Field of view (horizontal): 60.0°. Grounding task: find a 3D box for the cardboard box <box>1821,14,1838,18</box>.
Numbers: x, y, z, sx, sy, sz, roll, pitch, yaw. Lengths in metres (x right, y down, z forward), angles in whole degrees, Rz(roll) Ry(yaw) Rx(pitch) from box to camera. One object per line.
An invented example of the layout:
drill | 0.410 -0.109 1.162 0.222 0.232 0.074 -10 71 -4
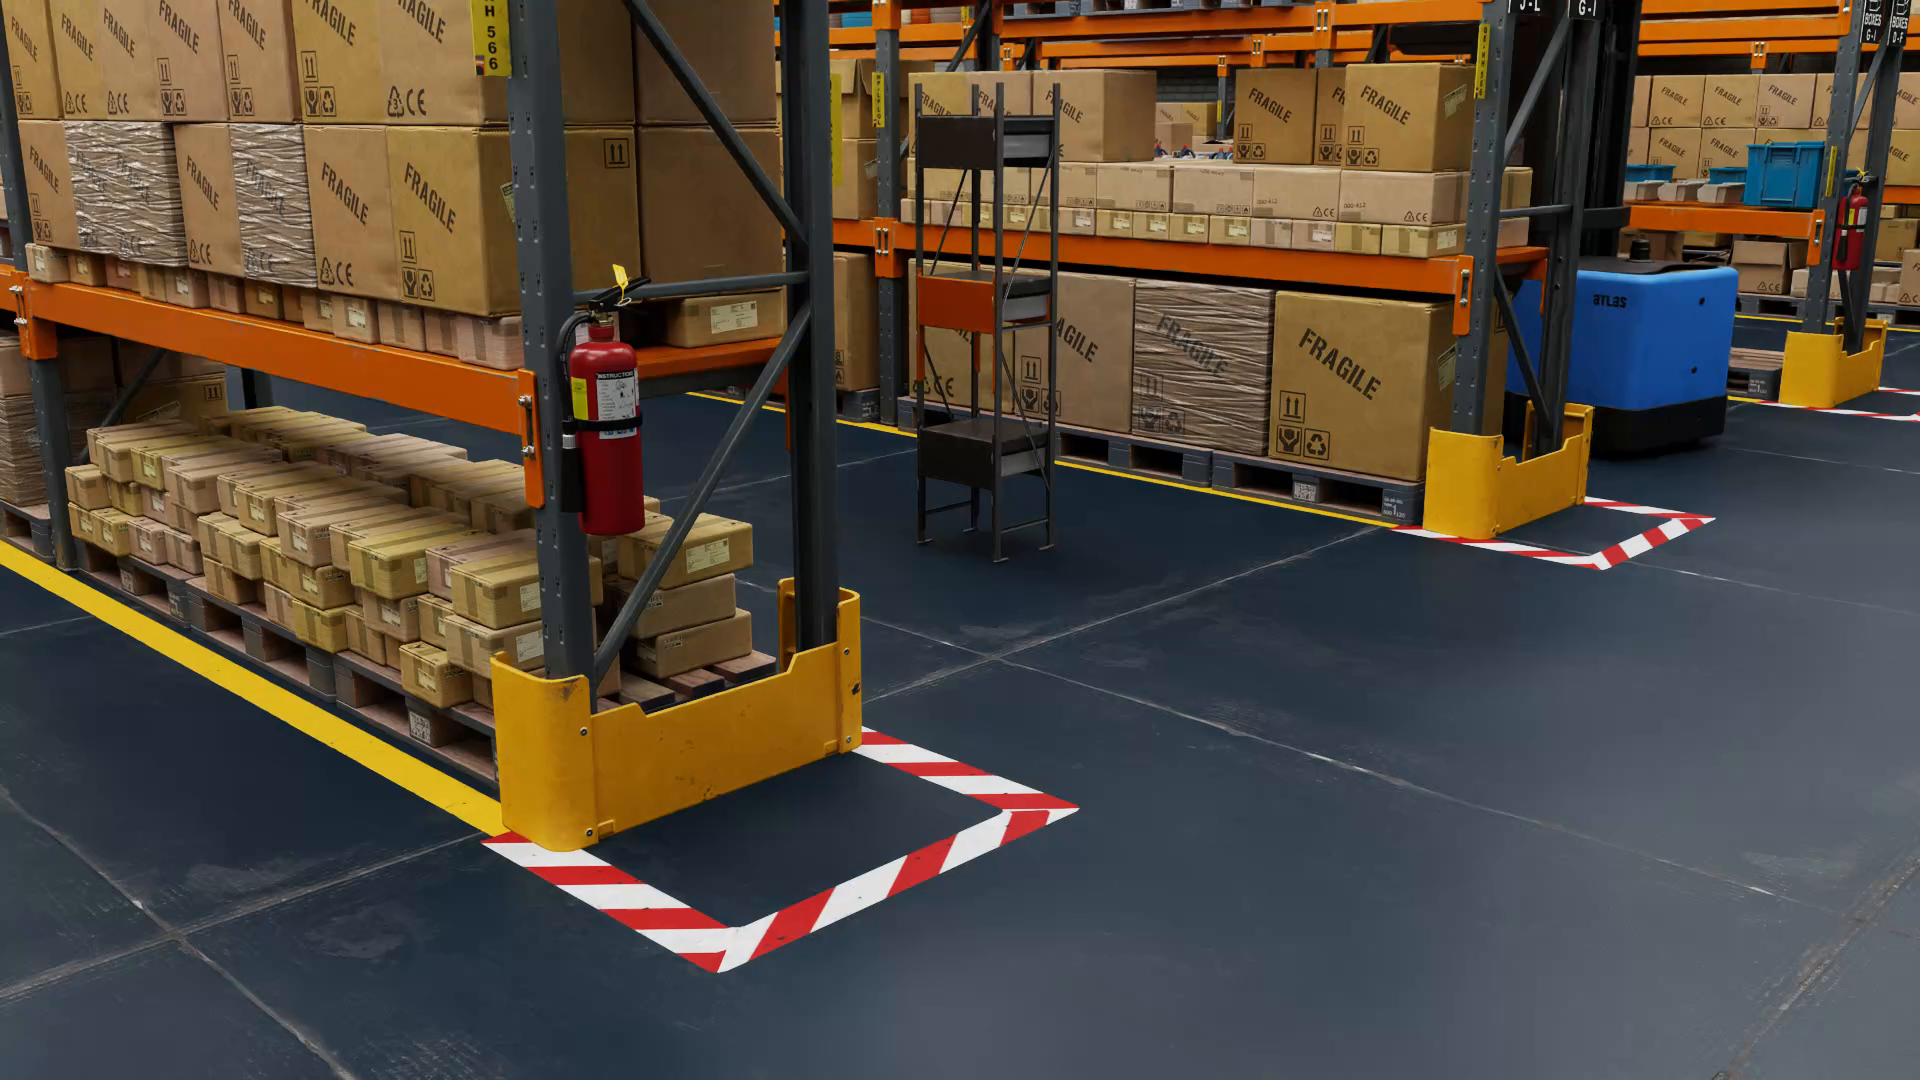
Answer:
cardboard box | 8.354 -4.977 15.434 0.500 0.250 0.500 14 20 42

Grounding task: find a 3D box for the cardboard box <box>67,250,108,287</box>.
cardboard box | -3.431 -1.139 6.854 0.380 0.149 0.250 -14 20 -43

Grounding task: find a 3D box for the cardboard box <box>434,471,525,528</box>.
cardboard box | -1.711 -0.139 6.158 0.380 0.149 0.250 -14 20 -42

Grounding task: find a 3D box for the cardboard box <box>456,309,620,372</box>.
cardboard box | -1.197 -0.586 4.730 0.250 0.149 0.380 14 20 42

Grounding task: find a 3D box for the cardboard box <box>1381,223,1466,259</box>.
cardboard box | 2.265 -1.465 8.105 0.380 0.149 0.250 -14 20 -43

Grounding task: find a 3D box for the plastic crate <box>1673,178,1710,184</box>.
plastic crate | 5.577 -2.678 12.663 0.298 0.136 0.250 14 20 42

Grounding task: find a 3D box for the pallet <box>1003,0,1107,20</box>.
pallet | 0.911 -5.092 15.951 1.213 0.211 1.003 14 20 42

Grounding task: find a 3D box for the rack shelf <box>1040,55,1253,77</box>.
rack shelf | 2.986 -7.835 27.531 4.000 0.370 1.077 14 20 42

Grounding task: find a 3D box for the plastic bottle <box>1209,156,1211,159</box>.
plastic bottle | 2.247 -3.309 14.939 0.097 0.271 0.097 0 15 0

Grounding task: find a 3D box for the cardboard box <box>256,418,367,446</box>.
cardboard box | -2.813 -0.418 7.230 0.250 0.149 0.380 13 20 42

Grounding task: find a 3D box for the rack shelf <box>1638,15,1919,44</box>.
rack shelf | 8.189 -4.835 16.017 4.000 0.370 1.077 14 20 42

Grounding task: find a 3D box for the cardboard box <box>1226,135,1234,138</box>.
cardboard box | 4.236 -6.440 26.956 0.500 0.250 0.500 14 20 43

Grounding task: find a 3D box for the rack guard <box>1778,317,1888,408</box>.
rack guard | 6.214 -1.272 11.822 0.348 0.500 1.175 14 20 42

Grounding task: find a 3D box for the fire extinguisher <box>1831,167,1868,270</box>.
fire extinguisher | 5.981 -2.156 11.152 0.183 0.674 0.296 14 20 42

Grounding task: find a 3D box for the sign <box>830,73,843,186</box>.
sign | -0.389 -1.219 4.945 0.005 0.325 0.100 14 20 42

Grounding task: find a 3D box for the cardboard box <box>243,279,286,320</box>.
cardboard box | -2.265 -0.871 5.823 0.250 0.149 0.380 14 20 43

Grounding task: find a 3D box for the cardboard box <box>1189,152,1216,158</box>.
cardboard box | 3.030 -4.767 20.778 0.250 0.149 0.380 14 20 42

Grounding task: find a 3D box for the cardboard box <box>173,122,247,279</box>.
cardboard box | -2.359 -1.193 5.774 0.500 0.500 0.500 -13 20 -41

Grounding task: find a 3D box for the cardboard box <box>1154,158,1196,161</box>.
cardboard box | 1.112 -2.147 9.929 0.500 0.250 0.500 -14 20 -43

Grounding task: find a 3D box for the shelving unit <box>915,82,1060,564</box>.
shelving unit | 0.119 -0.987 7.556 0.503 2.100 0.431 14 20 42

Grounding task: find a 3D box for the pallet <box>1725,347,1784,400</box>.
pallet | 5.621 -1.285 12.446 1.213 0.211 1.003 14 20 42

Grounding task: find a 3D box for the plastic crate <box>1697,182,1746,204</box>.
plastic crate | 5.475 -2.495 11.961 0.243 0.136 0.396 14 20 42

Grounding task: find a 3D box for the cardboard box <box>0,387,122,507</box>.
cardboard box | -4.353 -0.479 7.946 0.500 0.500 0.500 13 20 41

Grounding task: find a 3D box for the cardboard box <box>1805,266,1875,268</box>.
cardboard box | 8.714 -2.586 16.487 0.500 0.250 0.500 14 20 42

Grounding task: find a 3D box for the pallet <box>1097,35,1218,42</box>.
pallet | 2.512 -6.440 21.123 1.003 0.211 1.213 -13 20 -42

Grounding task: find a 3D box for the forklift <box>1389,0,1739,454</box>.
forklift | 3.405 -2.240 10.717 1.130 2.935 3.031 -10 18 -34

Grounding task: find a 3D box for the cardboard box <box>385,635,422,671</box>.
cardboard box | -1.675 0.332 5.530 0.250 0.149 0.380 14 20 42

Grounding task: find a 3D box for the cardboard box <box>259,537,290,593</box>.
cardboard box | -2.273 0.063 5.972 0.380 0.149 0.250 -13 20 -41

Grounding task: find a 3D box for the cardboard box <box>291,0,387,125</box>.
cardboard box | -1.633 -1.501 4.974 0.500 0.500 0.500 13 19 40

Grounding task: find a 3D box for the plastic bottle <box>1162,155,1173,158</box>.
plastic bottle | 1.910 -3.350 15.086 0.135 0.276 0.152 14 20 42

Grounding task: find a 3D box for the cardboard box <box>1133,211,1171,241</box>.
cardboard box | 1.165 -1.733 9.132 0.380 0.149 0.250 -14 20 -43

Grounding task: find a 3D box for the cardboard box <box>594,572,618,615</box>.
cardboard box | -1.123 0.134 5.699 0.250 0.149 0.380 14 20 42

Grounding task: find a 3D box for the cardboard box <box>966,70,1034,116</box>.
cardboard box | 0.387 -2.501 9.801 0.500 0.500 0.500 14 20 42

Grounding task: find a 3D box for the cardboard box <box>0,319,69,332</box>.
cardboard box | -4.718 -0.935 8.209 0.500 0.250 0.500 -13 20 -42

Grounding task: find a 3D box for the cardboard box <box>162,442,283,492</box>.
cardboard box | -2.964 -0.280 6.697 0.250 0.149 0.380 13 19 41

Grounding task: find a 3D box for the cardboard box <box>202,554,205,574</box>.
cardboard box | -2.764 0.053 6.599 0.250 0.149 0.380 13 19 40

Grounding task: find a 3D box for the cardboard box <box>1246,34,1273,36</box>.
cardboard box | 4.764 -7.975 25.608 0.500 0.500 0.500 -11 18 -36

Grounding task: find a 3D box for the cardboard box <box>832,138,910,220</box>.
cardboard box | -0.656 -2.365 10.861 0.500 0.500 0.500 14 20 42

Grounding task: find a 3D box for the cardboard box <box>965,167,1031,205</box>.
cardboard box | 0.381 -2.138 9.896 0.500 0.250 0.500 14 20 42

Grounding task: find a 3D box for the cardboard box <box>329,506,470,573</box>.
cardboard box | -1.881 0.007 5.599 0.250 0.149 0.380 13 19 40

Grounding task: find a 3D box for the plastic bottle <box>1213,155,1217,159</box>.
plastic bottle | 2.406 -3.476 15.570 0.135 0.276 0.152 14 20 42

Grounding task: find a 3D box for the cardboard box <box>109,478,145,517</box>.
cardboard box | -3.362 -0.220 7.058 0.250 0.149 0.380 14 20 43

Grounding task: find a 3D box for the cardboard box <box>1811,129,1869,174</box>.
cardboard box | 8.386 -3.638 15.745 0.500 0.500 0.500 14 20 43

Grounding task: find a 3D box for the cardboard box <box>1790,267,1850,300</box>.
cardboard box | 8.403 -2.486 16.105 0.500 0.250 0.500 14 20 42

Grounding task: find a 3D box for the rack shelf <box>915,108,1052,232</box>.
rack shelf | 0.119 -1.651 7.383 0.480 0.518 0.431 14 20 42

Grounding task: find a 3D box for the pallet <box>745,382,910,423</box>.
pallet | -0.738 -1.056 11.567 1.213 0.211 1.003 14 20 42

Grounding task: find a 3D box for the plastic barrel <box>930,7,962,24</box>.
plastic barrel | -0.012 -5.761 17.148 0.600 0.901 0.600 0 15 0

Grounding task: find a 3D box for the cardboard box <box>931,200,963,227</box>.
cardboard box | 0.041 -2.005 10.175 0.250 0.149 0.380 13 19 40

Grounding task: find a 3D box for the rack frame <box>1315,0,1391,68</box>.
rack frame | 3.308 -3.183 14.200 0.127 3.000 1.000 14 20 42

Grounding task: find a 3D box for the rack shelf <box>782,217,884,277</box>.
rack shelf | -1.570 -2.286 12.184 4.000 0.370 1.077 14 20 42

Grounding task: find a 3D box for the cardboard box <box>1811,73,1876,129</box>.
cardboard box | 8.376 -4.120 15.614 0.500 0.500 0.500 -14 20 -43

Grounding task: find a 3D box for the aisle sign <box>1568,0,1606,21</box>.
aisle sign | 3.010 -2.884 7.896 0.004 0.787 0.394 14 20 42
